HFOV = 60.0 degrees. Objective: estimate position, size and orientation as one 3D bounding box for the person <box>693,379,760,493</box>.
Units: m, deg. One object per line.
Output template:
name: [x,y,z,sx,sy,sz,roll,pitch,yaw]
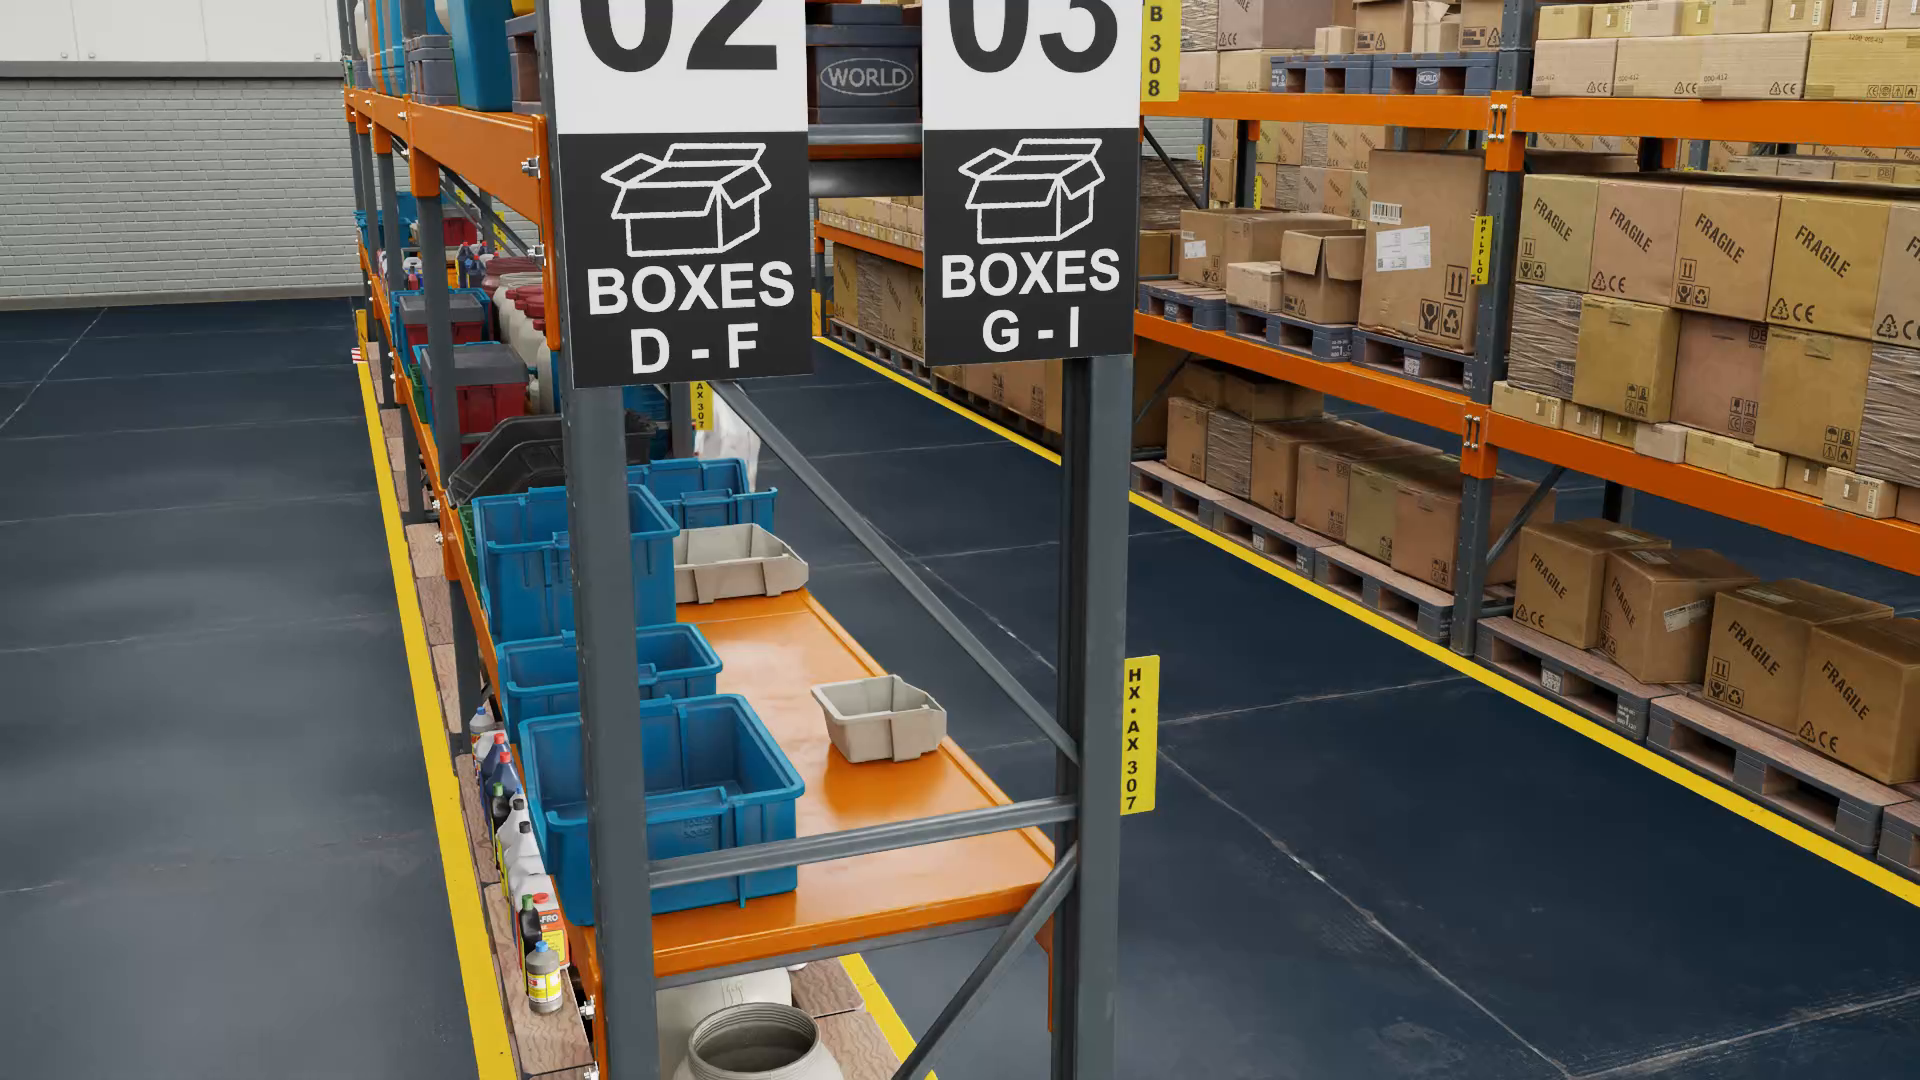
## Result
person: [-1.209,-0.173,8.030,0.481,1.758,0.602,5,16,17]
